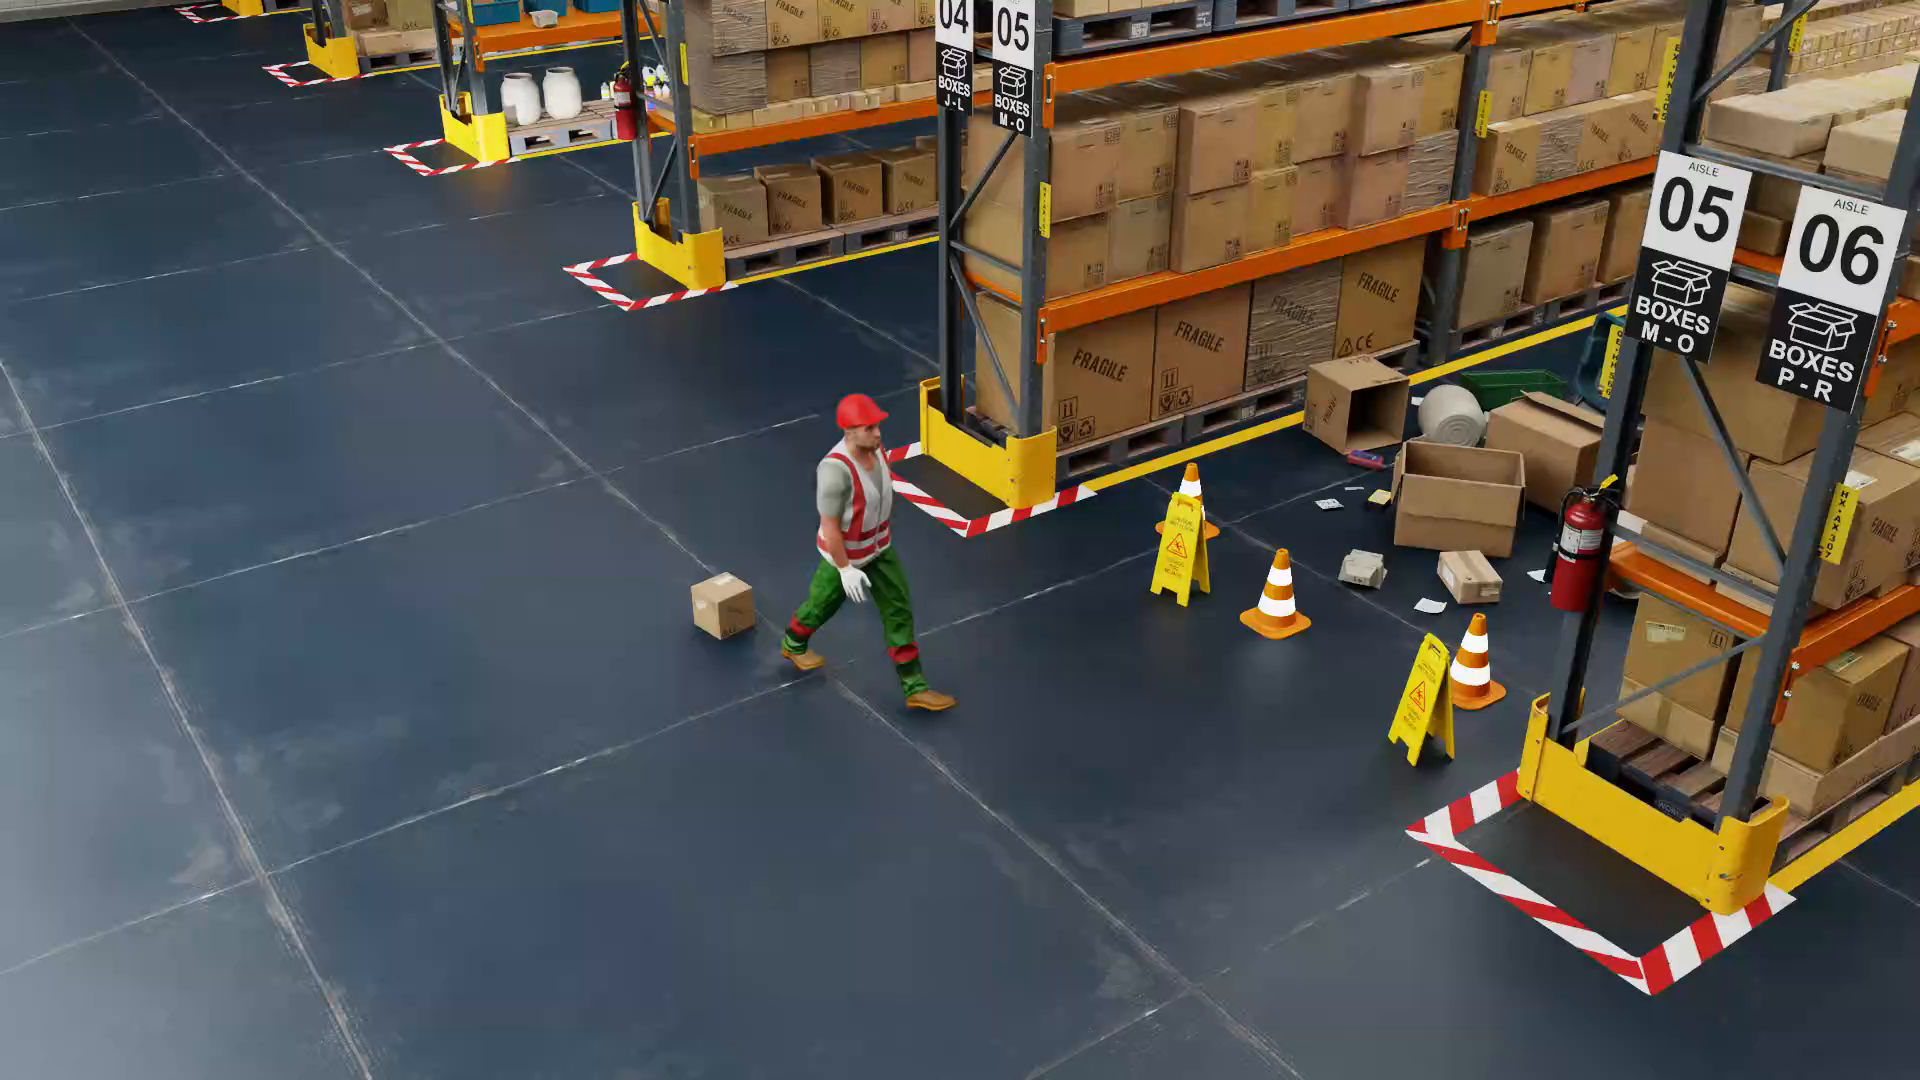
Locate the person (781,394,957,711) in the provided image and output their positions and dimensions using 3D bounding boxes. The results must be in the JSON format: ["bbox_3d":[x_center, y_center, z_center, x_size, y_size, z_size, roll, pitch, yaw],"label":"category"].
[{"bbox_3d":[-0.514,0.052,8.524,1.097,1.736,0.540,20,34,33],"label":"person"}]
